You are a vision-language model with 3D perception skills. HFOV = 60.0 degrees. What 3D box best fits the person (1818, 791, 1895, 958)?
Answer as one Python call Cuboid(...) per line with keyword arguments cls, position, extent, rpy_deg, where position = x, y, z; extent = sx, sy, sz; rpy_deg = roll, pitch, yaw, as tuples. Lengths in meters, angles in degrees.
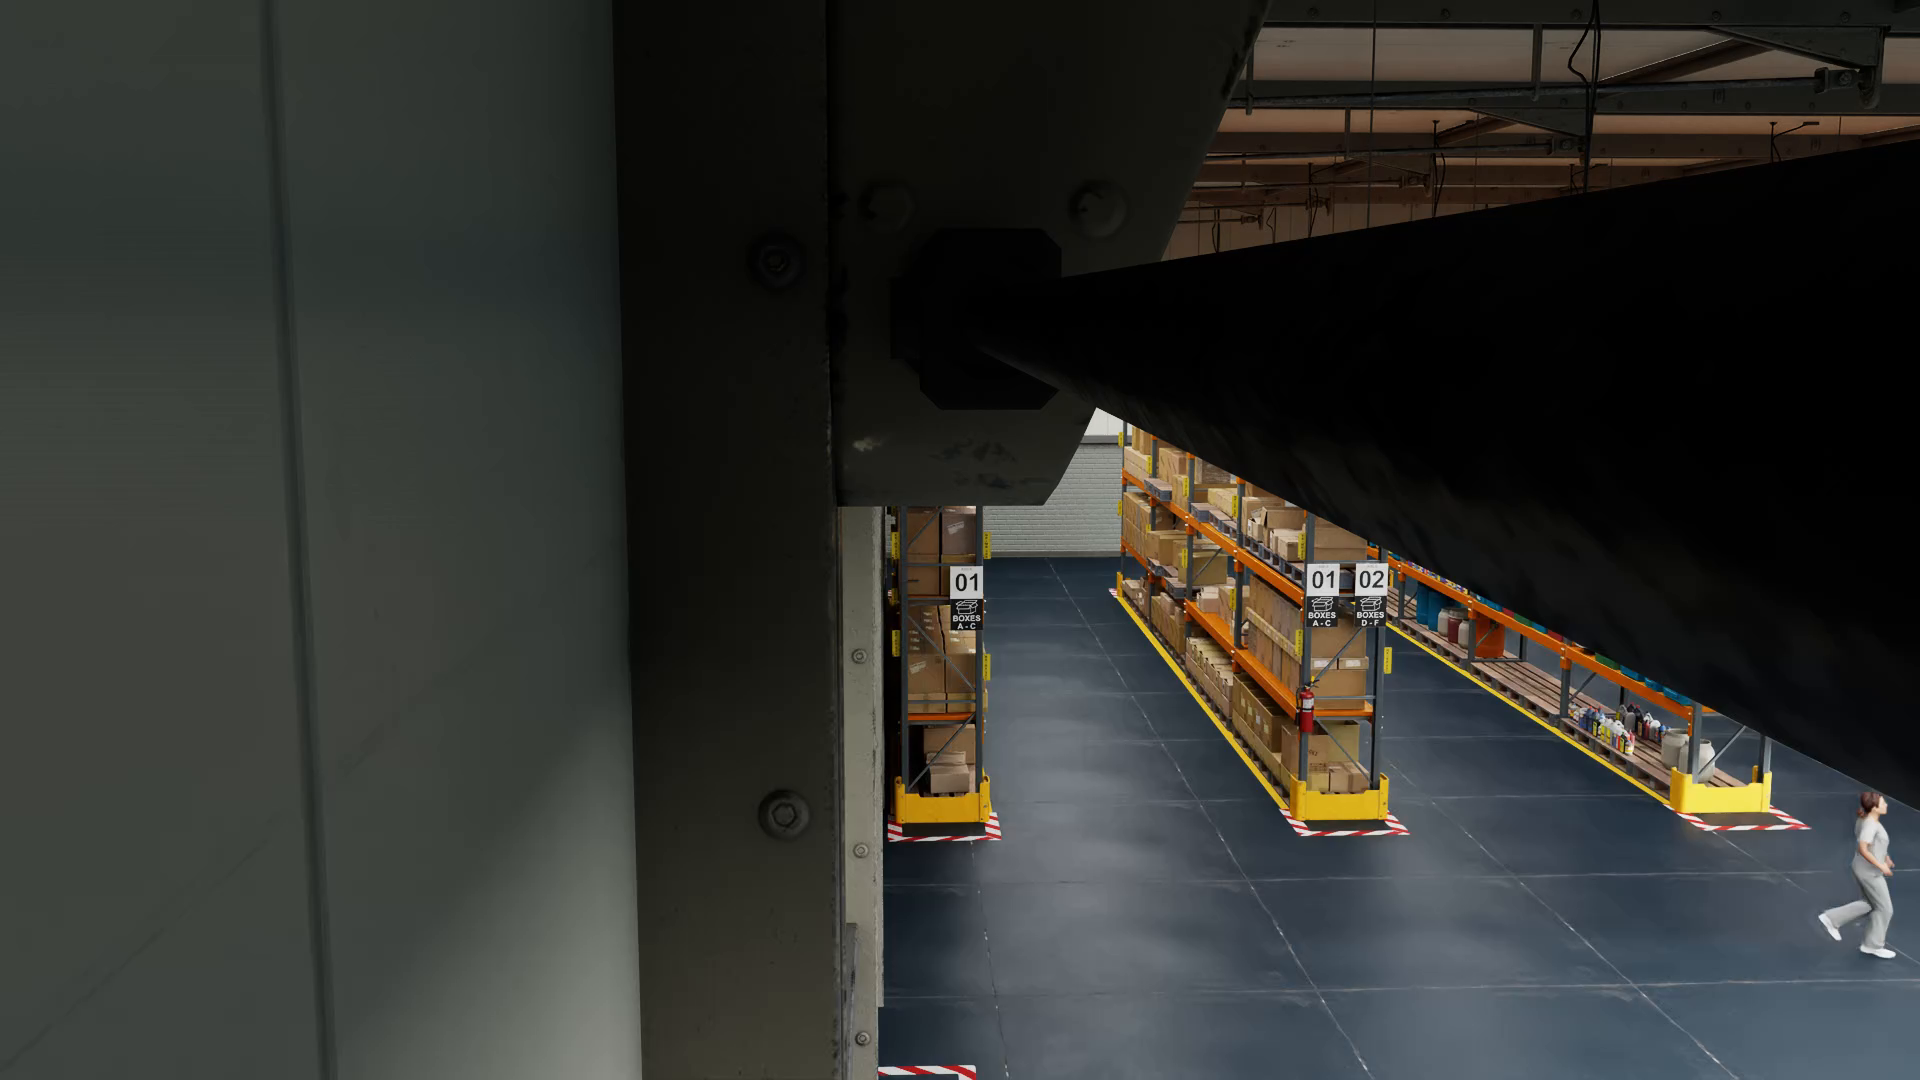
Cuboid(cls="person", position=(8.821, 3.253, 16.249), extent=(0.688, 1.651, 0.574), rpy_deg=(3, 8, 19))
